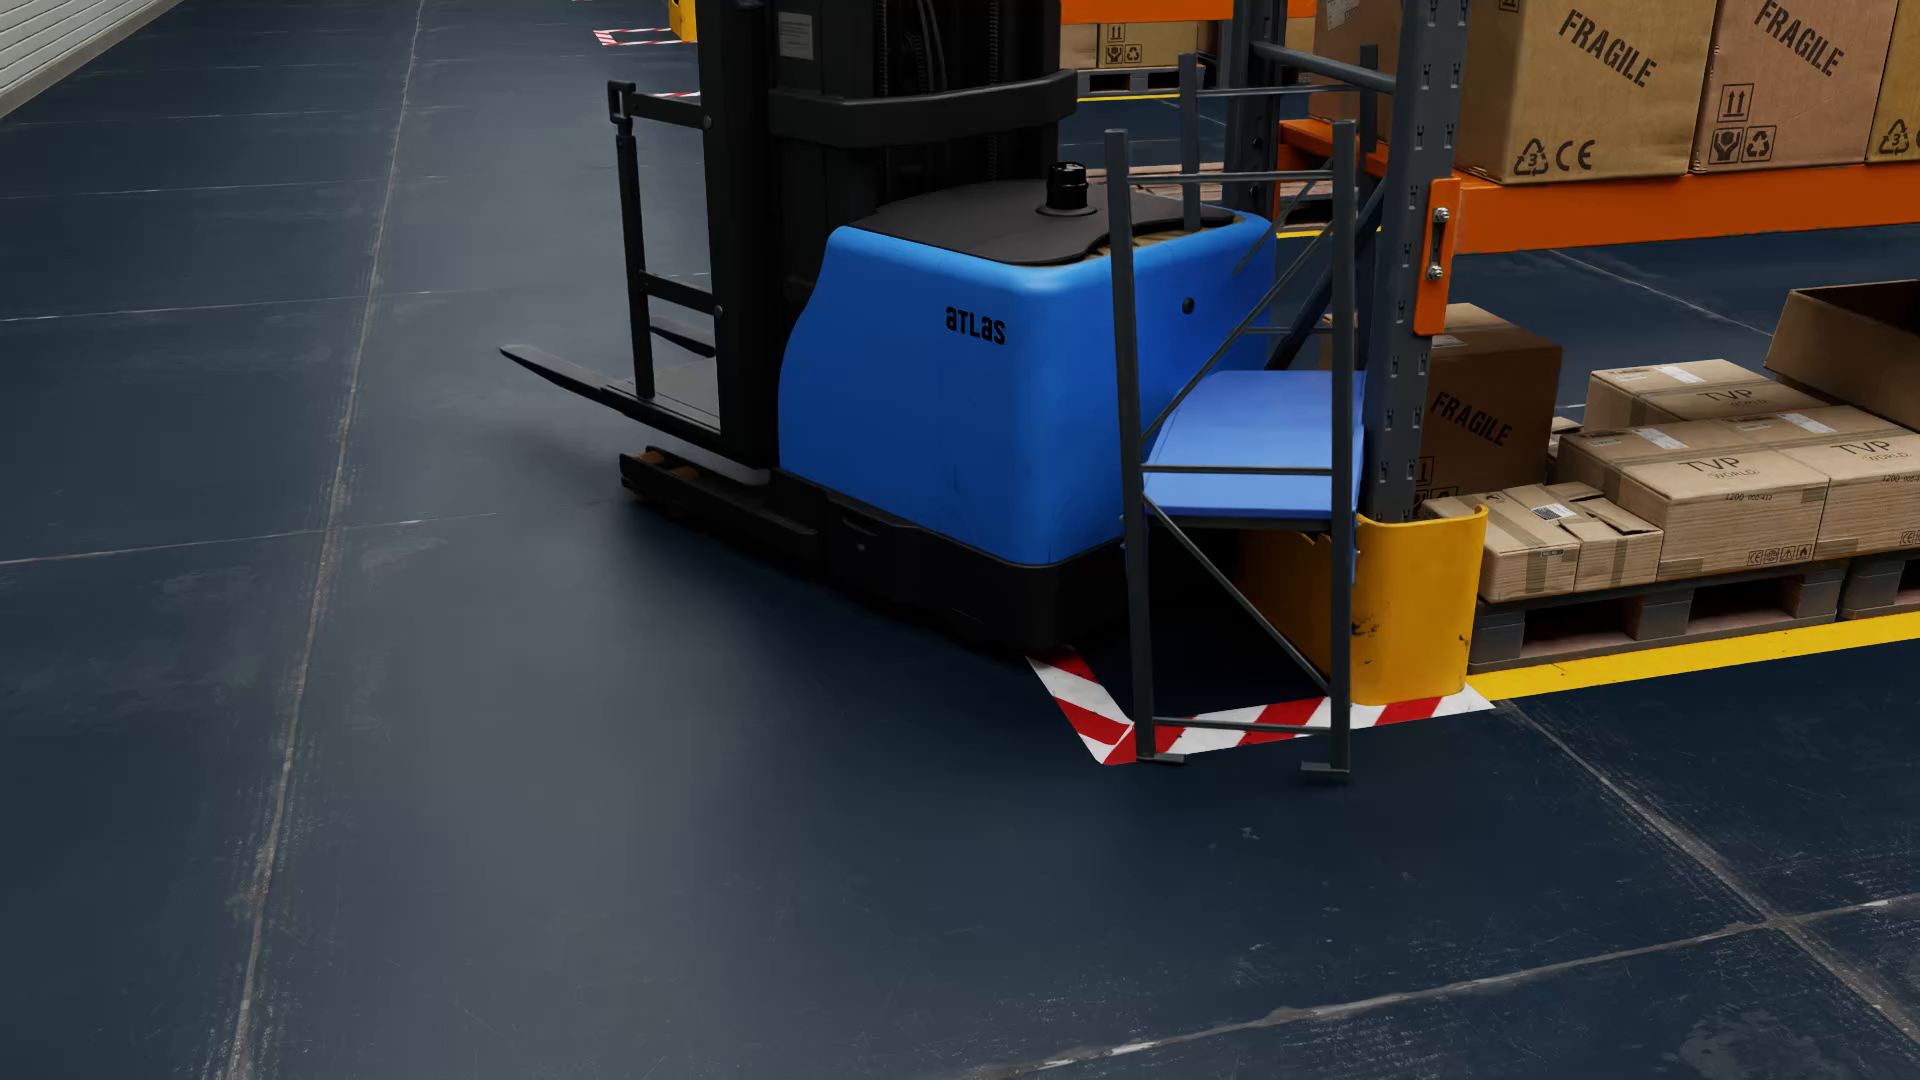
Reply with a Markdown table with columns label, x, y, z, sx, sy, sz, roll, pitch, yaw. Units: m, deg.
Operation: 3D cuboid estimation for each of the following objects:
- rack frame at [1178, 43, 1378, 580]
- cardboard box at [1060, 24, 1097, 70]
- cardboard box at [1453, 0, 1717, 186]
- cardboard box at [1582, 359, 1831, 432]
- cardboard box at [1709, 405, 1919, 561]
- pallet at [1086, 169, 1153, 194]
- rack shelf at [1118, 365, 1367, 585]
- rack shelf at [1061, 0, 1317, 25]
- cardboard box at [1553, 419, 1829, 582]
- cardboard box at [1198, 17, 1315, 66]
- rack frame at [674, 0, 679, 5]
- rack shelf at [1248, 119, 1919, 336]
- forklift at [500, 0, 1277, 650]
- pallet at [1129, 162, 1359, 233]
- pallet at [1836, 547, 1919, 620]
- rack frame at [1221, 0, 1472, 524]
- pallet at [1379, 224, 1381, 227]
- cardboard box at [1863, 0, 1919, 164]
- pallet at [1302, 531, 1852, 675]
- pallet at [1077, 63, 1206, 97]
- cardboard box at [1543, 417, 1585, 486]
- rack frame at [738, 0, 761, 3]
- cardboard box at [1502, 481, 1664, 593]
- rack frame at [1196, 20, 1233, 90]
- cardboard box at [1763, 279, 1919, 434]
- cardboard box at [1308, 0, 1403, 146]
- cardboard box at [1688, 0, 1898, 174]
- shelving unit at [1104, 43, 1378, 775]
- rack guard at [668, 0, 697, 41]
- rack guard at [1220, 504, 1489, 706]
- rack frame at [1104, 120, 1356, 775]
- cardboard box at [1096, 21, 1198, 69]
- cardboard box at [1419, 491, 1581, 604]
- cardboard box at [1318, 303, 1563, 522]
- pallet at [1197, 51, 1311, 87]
| label | x | y | z | sx | sy | sz | roll | pitch | yaw |
| --- | --- | --- | --- | --- | --- | --- | --- | --- | --- |
| rack frame | 0.872 | -0.568 | 4.538 | 0.500 | 1.500 | 0.032 | 2 | 25 | 16 |
| cardboard box | 0.599 | -4.447 | 13.973 | 0.875 | 0.875 | 0.875 | -6 | 24 | -14 |
| cardboard box | 1.442 | -1.172 | 4.051 | 0.500 | 0.500 | 0.500 | -6 | 24 | -13 |
| cardboard box | 2.323 | -0.359 | 5.212 | 0.500 | 0.250 | 0.500 | -6 | 24 | -14 |
| cardboard box | 2.506 | -0.174 | 4.782 | 0.500 | 0.250 | 0.500 | -6 | 24 | -14 |
| pallet | 0.413 | -1.852 | 9.298 | 1.213 | 0.211 | 1.003 | -6 | 24 | -14 |
| rack shelf | 0.754 | -0.195 | 4.167 | 0.538 | 0.185 | 1.000 | 2 | 25 | 16 |
| rack shelf | 1.534 | -2.943 | 9.216 | 4.000 | 0.370 | 1.077 | -6 | 24 | -14 |
| cardboard box | 2.025 | -0.121 | 4.657 | 0.500 | 0.250 | 0.500 | -6 | 24 | -14 |
| cardboard box | 2.733 | -4.659 | 14.466 | 0.875 | 0.875 | 1.225 | -6 | 24 | -14 |
| rack frame | -2.972 | -6.834 | 17.374 | 0.127 | 3.000 | 1.000 | -6 | 24 | -14 |
| rack shelf | 2.869 | -1.062 | 4.832 | 4.000 | 0.370 | 1.077 | -6 | 24 | -14 |
| forklift | -0.485 | -1.545 | 5.133 | 1.130 | 2.935 | 3.031 | -21 | 31 | -40 |
| pallet | 1.586 | -1.980 | 9.597 | 1.213 | 0.211 | 1.003 | -6 | 24 | -14 |
| pallet | 2.956 | -0.119 | 5.261 | 1.213 | 0.211 | 1.003 | -6 | 24 | -14 |
| rack frame | 0.943 | -1.179 | 4.194 | 0.127 | 3.000 | 1.000 | -6 | 24 | -14 |
| pallet | 2.763 | -2.112 | 9.904 | 1.213 | 0.211 | 1.003 | -6 | 24 | -14 |
| cardboard box | 2.421 | -1.282 | 4.306 | 0.500 | 0.500 | 0.500 | -6 | 24 | -15 |
| pallet | 1.784 | 0.009 | 4.961 | 1.213 | 0.211 | 1.003 | -6 | 24 | -14 |
| pallet | 1.369 | -4.034 | 14.383 | 1.213 | 0.211 | 1.003 | -6 | 24 | -14 |
| cardboard box | 1.815 | -0.240 | 5.040 | 0.250 | 0.166 | 0.380 | -6 | 24 | -14 |
| rack frame | -1.729 | -4.941 | 12.960 | 0.127 | 3.000 | 1.000 | -6 | 24 | -14 |
| cardboard box | 1.680 | -0.020 | 4.528 | 0.250 | 0.166 | 0.380 | -6 | 24 | -14 |
| rack frame | 2.122 | -5.367 | 13.953 | 0.127 | 3.000 | 1.000 | -6 | 24 | -14 |
| cardboard box | 2.987 | -0.458 | 5.121 | 0.637 | 0.503 | 0.797 | -6 | 24 | -14 |
| cardboard box | 1.301 | -1.376 | 4.526 | 0.500 | 0.500 | 0.500 | -6 | 24 | -13 |
| cardboard box | 1.937 | -1.229 | 4.184 | 0.500 | 0.500 | 0.500 | -7 | 24 | -15 |
| shelving unit | 0.738 | -0.359 | 4.094 | 0.538 | 1.500 | 1.048 | 2 | 25 | 16 |
| rack guard | -2.898 | -5.694 | 17.886 | 0.348 | 0.500 | 1.175 | -6 | 24 | -14 |
| rack guard | 1.016 | -0.038 | 4.706 | 0.348 | 0.500 | 1.175 | -6 | 24 | -14 |
| rack frame | 0.605 | -0.151 | 3.650 | 0.500 | 1.500 | 0.032 | 2 | 25 | 16 |
| cardboard box | 1.465 | -4.543 | 14.196 | 0.875 | 0.875 | 0.875 | -6 | 24 | -14 |
| cardboard box | 1.439 | 0.015 | 4.469 | 0.250 | 0.149 | 0.380 | -6 | 24 | -14 |
| cardboard box | 1.400 | -0.384 | 4.953 | 0.500 | 0.500 | 0.500 | -6 | 24 | -14 |
| pallet | 2.845 | -4.196 | 14.761 | 1.213 | 0.211 | 1.003 | -6 | 24 | -14 |
